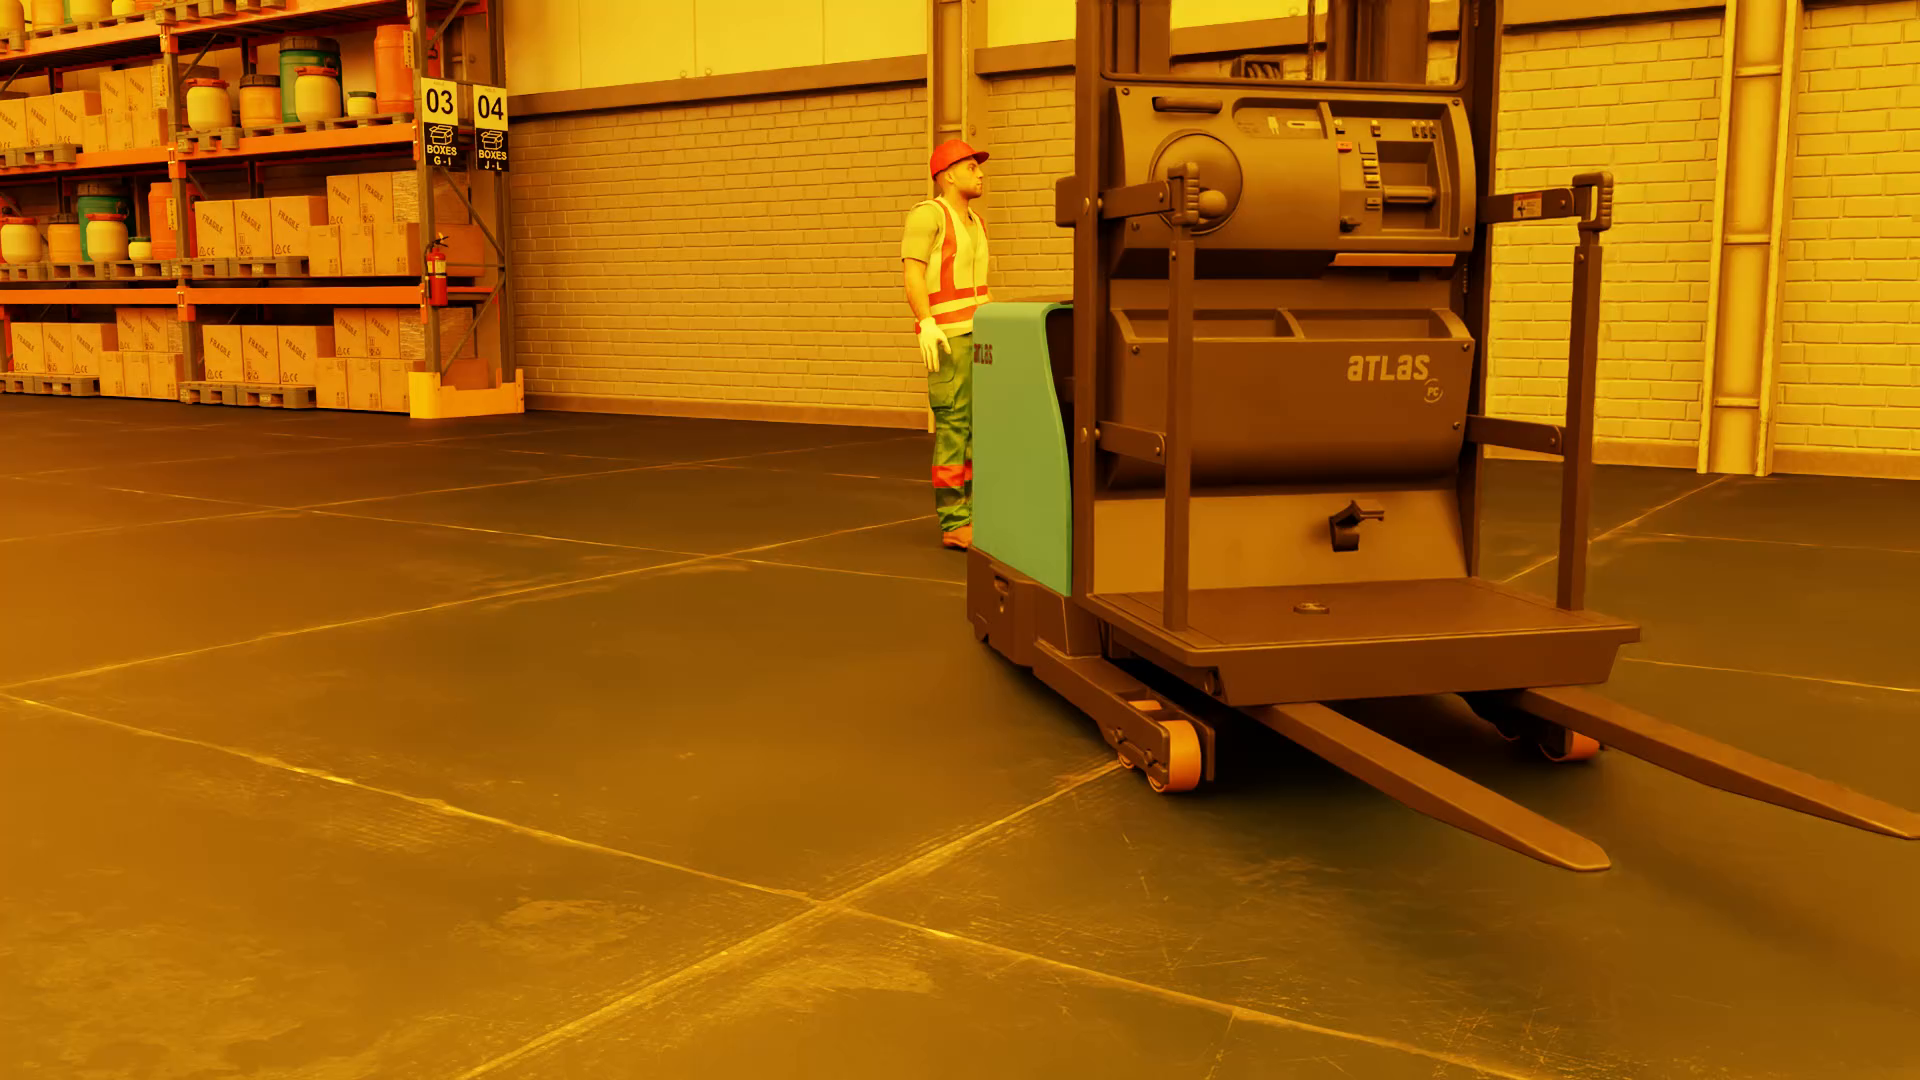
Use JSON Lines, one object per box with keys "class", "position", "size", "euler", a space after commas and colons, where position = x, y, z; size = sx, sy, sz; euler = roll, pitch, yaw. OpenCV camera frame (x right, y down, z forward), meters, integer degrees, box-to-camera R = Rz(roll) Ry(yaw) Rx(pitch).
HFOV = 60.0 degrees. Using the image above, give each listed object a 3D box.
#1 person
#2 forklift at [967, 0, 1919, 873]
{"class": "person", "position": [0.060, -0.885, 7.423], "size": [0.564, 1.787, 0.638], "euler": [5, 10, 34]}
{"class": "forklift", "position": [0.884, -0.950, 3.875], "size": [1.130, 2.935, 3.031], "euler": [-2, 8, -14]}
